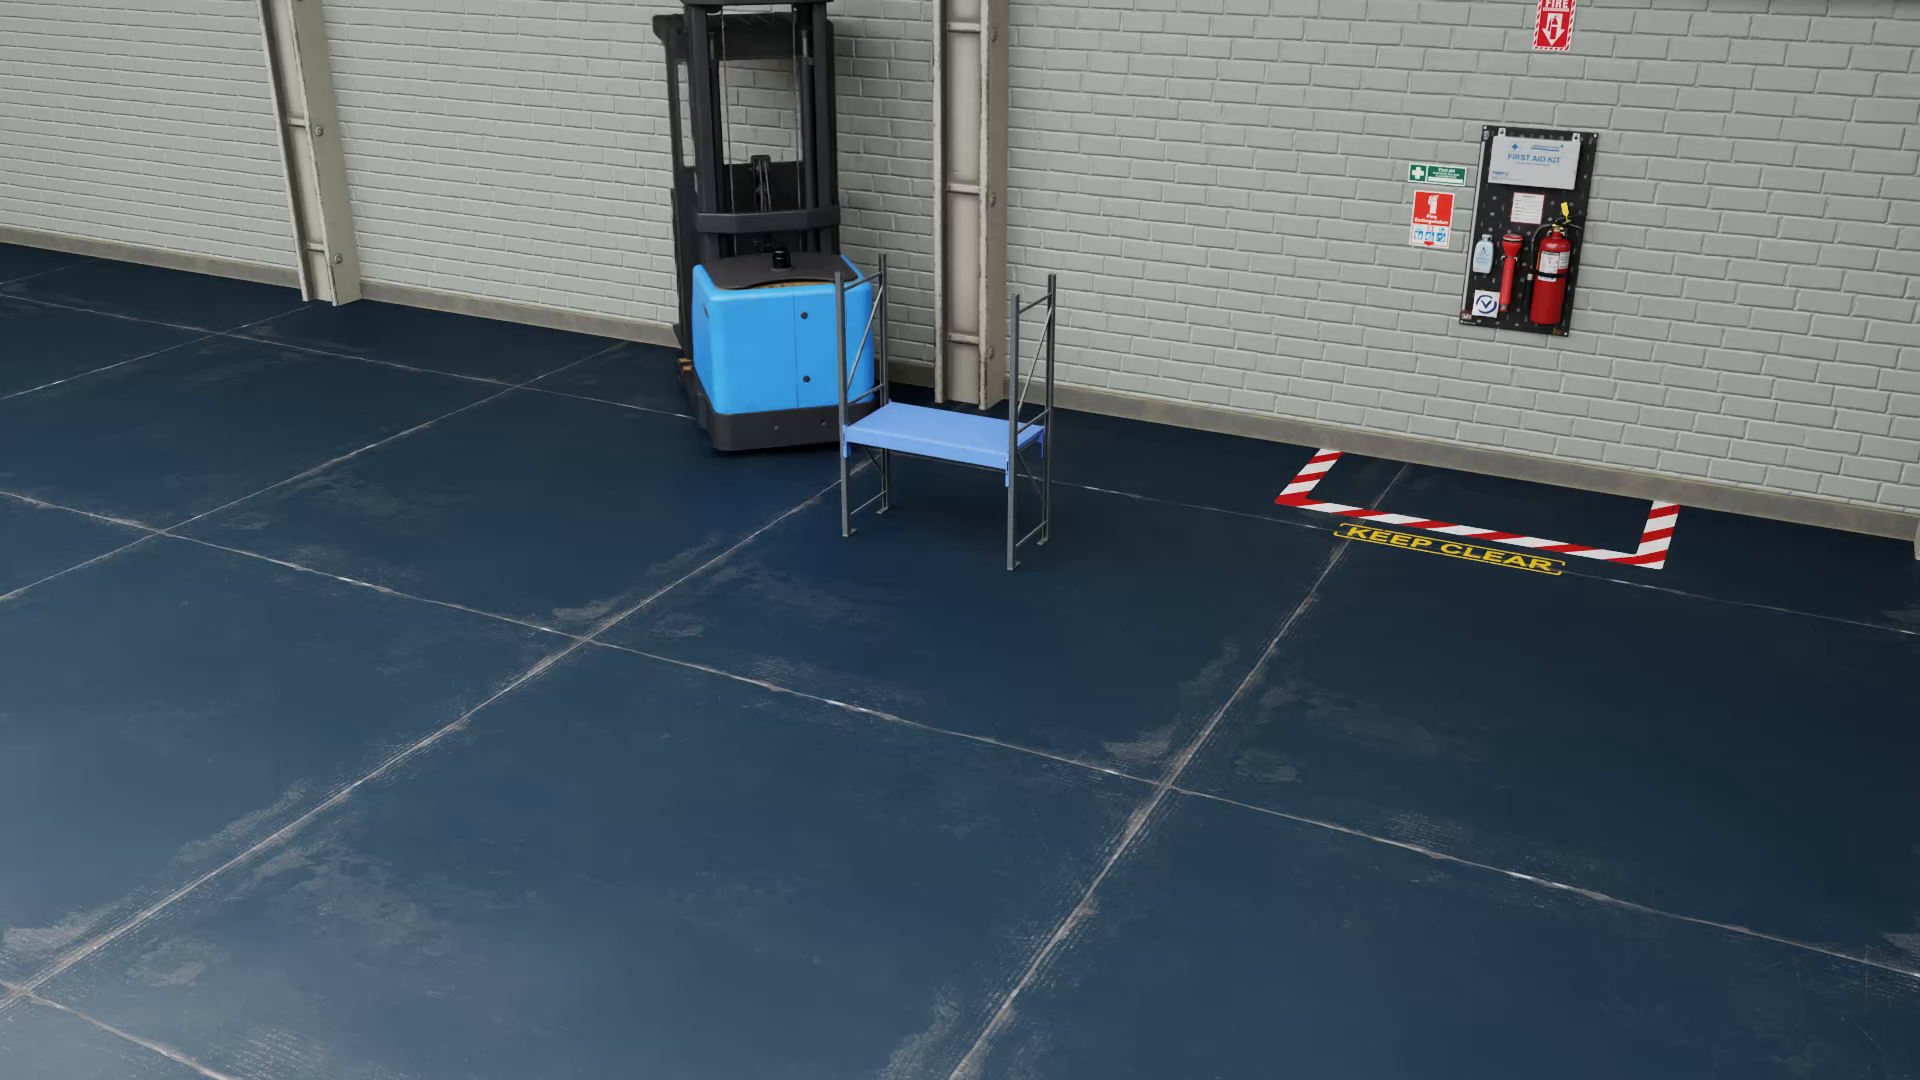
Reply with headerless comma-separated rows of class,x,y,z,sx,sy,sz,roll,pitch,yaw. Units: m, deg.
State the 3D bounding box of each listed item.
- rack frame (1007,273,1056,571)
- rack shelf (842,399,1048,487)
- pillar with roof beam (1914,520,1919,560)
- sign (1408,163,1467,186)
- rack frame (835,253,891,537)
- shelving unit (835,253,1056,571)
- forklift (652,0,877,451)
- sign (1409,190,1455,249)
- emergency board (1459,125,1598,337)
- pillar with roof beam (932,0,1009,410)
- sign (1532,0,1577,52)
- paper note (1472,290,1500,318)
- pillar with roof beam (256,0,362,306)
rack frame,0.378,-0.615,8.781,0.032,1.500,0.500,11,25,25
rack shelf,-0.076,-0.540,9.062,1.000,0.185,0.538,11,25,25
pillar with roof beam,3.480,-2.553,3.755,0.400,9.000,9.100,11,25,25
sign,2.788,-2.136,9.716,0.331,0.109,0.001,11,25,25
rack frame,-0.530,-0.795,9.203,0.032,1.500,0.500,11,25,25
shelving unit,-0.076,-0.705,8.992,1.048,1.500,0.538,11,25,25
forklift,-1.420,-2.451,11.269,1.130,2.935,3.031,-6,24,-15
sign,2.787,-1.896,9.829,0.234,0.329,0.001,11,25,25
emergency board,3.234,-1.746,9.522,0.643,1.169,0.194,11,25,25
pillar with roof beam,-1.874,-3.613,6.246,0.400,9.000,9.100,11,25,25
sign,3.272,-2.849,9.153,0.199,0.298,0.001,11,25,25
paper note,3.108,-1.396,9.825,0.142,0.148,0.016,11,25,25
pillar with roof beam,-7.229,-4.672,8.738,0.400,9.000,9.100,11,25,25
